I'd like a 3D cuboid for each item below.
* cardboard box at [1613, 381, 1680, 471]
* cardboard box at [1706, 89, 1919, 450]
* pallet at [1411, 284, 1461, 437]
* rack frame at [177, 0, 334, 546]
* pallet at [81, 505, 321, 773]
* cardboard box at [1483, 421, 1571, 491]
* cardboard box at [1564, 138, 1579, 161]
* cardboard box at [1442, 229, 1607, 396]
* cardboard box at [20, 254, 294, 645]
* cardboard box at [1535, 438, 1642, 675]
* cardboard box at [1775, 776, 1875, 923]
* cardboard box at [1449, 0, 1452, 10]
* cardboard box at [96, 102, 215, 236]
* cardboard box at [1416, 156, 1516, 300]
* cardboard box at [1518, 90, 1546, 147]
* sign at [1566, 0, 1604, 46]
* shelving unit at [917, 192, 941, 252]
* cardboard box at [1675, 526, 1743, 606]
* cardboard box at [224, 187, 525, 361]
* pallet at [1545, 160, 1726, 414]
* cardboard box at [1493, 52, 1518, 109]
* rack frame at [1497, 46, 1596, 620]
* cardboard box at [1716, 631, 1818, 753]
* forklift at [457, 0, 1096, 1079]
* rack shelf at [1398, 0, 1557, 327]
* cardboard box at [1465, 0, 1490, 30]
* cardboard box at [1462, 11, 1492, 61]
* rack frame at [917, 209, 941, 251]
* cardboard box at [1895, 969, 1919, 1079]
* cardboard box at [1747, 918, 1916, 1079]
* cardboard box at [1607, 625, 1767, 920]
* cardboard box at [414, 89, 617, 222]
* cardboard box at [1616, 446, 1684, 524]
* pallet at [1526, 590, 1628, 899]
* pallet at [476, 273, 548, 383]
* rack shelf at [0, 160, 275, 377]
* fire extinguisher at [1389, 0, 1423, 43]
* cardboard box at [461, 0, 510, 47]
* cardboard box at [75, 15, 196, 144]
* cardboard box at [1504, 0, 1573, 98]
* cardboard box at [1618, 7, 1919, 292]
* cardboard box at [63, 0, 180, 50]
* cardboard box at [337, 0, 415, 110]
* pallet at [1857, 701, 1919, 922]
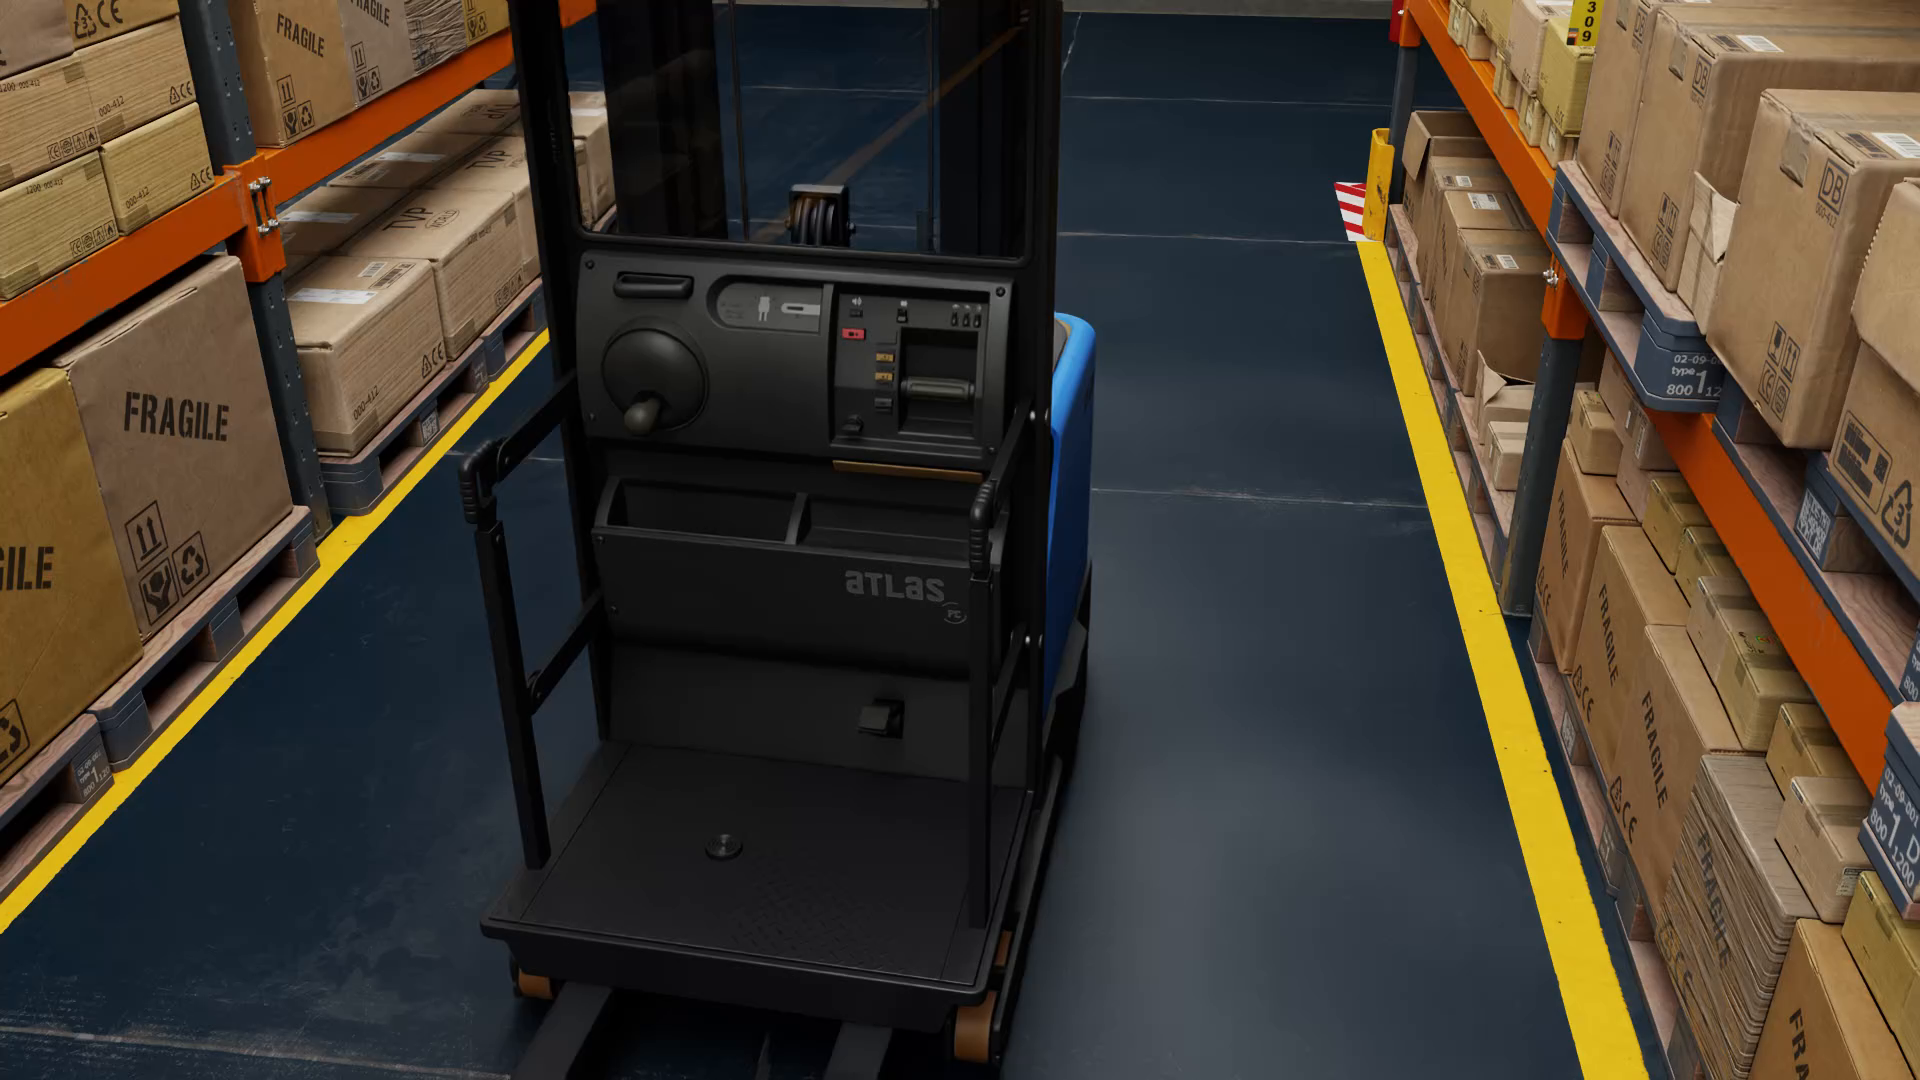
[{"bbox_3d":[1.939,-0.295,4.330,0.380,0.149,0.250,2,28,4],"label":"cardboard box"},{"bbox_3d":[1.790,-0.473,2.918,0.700,0.500,0.500,3,28,6],"label":"cardboard box"},{"bbox_3d":[2.463,-0.744,6.908,1.003,0.211,1.213,3,28,6],"label":"pallet"},{"bbox_3d":[-2.695,-1.359,5.110,1.000,3.000,0.127,3,28,6],"label":"rack frame"},{"bbox_3d":[-2.715,0.236,5.089,1.003,0.211,1.213,3,28,6],"label":"pallet"},{"bbox_3d":[2.008,-0.281,5.673,0.380,0.149,0.250,3,28,5],"label":"cardboard box"},{"bbox_3d":[2.020,-1.127,4.943,0.380,0.149,0.250,4,29,7],"label":"cardboard box"},{"bbox_3d":[2.282,-0.868,6.392,0.700,0.500,0.500,2,28,4],"label":"cardboard box"},{"bbox_3d":[-2.692,-0.312,4.964,0.875,0.875,0.875,4,29,8],"label":"cardboard box"},{"bbox_3d":[1.949,0.058,4.673,0.500,0.500,0.500,5,29,8],"label":"cardboard box"},{"bbox_3d":[1.741,0.571,3.037,0.380,0.149,0.250,2,28,4],"label":"cardboard box"},{"bbox_3d":[2.334,-2.342,7.200,0.380,0.149,0.250,4,29,8],"label":"cardboard box"},{"bbox_3d":[-2.500,-1.067,4.726,0.500,0.250,0.500,3,28,5],"label":"cardboard box"},{"bbox_3d":[2.409,-1.357,7.299,0.700,0.500,0.500,4,29,8],"label":"cardboard box"},{"bbox_3d":[2.038,-1.374,5.403,0.380,0.149,0.250,4,29,8],"label":"cardboard box"},{"bbox_3d":[1.692,-1.481,4.424,0.100,0.325,0.005,3,28,6],"label":"sign"},{"bbox_3d":[-0.002,-0.521,5.453,0.258,1.200,0.189,3,28,6],"label":"shelving unit"},{"bbox_3d":[1.926,0.097,3.916,0.380,0.149,0.250,3,28,5],"label":"cardboard box"},{"bbox_3d":[-2.403,-1.127,6.937,0.875,0.438,0.875,3,28,5],"label":"cardboard box"},{"bbox_3d":[2.025,-0.618,3.937,1.003,0.211,1.213,3,28,6],"label":"pallet"},{"bbox_3d":[2.100,-1.618,5.855,0.380,0.149,0.250,3,28,5],"label":"cardboard box"},{"bbox_3d":[2.231,-1.072,4.578,1.000,3.000,0.127,3,28,6],"label":"rack frame"},{"bbox_3d":[1.825,0.329,3.485,0.380,0.149,0.250,4,29,8],"label":"cardboard box"},{"bbox_3d":[-0.394,-0.340,3.292,1.130,2.935,3.031,5,29,10],"label":"forklift"},{"bbox_3d":[2.476,-1.697,6.496,1.077,0.370,4.000,3,28,6],"label":"rack shelf"},{"bbox_3d":[2.236,-2.104,6.338,0.500,0.250,0.500,3,28,5],"label":"cardboard box"},{"bbox_3d":[2.190,-1.977,6.522,0.380,0.149,0.250,4,29,7],"label":"cardboard box"},{"bbox_3d":[-0.013,-0.478,5.373,0.240,1.200,0.006,3,28,6],"label":"rack frame"},{"bbox_3d":[1.706,0.820,2.574,0.380,0.149,0.250,4,29,8],"label":"cardboard box"},{"bbox_3d":[1.713,1.033,2.863,0.500,0.500,0.500,5,29,8],"label":"cardboard box"},{"bbox_3d":[1.828,0.544,3.771,0.500,0.500,0.500,3,28,5],"label":"cardboard box"},{"bbox_3d":[-2.187,-1.982,8.526,0.875,0.438,0.875,2,28,4],"label":"cardboard box"},{"bbox_3d":[1.966,-0.154,4.382,0.380,0.149,0.250,3,28,5],"label":"cardboard box"},{"bbox_3d":[2.169,0.540,4.524,1.003,0.211,1.213,3,28,6],"label":"pallet"},{"bbox_3d":[-2.378,-1.061,7.496,1.003,0.211,1.213,3,28,6],"label":"pallet"},{"bbox_3d":[-2.941,-0.101,3.533,1.077,0.370,4.000,3,28,6],"label":"rack shelf"},{"bbox_3d":[2.281,-2.853,8.358,0.296,0.674,0.183,3,28,6],"label":"fire extinguisher"},{"bbox_3d":[-2.182,-2.322,6.791,0.500,0.500,0.500,4,29,8],"label":"cardboard box"},{"bbox_3d":[-2.508,-1.291,4.616,0.500,0.250,0.500,3,28,6],"label":"cardboard box"},{"bbox_3d":[2.098,-1.628,5.453,0.500,0.250,0.500,3,29,6],"label":"cardboard box"},{"bbox_3d":[1.887,-0.843,3.603,0.700,0.500,0.500,4,29,7],"label":"cardboard box"},{"bbox_3d":[-2.501,-1.618,4.432,0.500,0.500,0.500,4,29,8],"label":"cardboard box"},{"bbox_3d":[-2.312,-1.845,5.907,0.500,0.500,0.500,4,29,7],"label":"cardboard box"},{"bbox_3d":[1.755,0.572,1.728,1.213,0.211,1.003,3,28,6],"label":"pallet"}]
